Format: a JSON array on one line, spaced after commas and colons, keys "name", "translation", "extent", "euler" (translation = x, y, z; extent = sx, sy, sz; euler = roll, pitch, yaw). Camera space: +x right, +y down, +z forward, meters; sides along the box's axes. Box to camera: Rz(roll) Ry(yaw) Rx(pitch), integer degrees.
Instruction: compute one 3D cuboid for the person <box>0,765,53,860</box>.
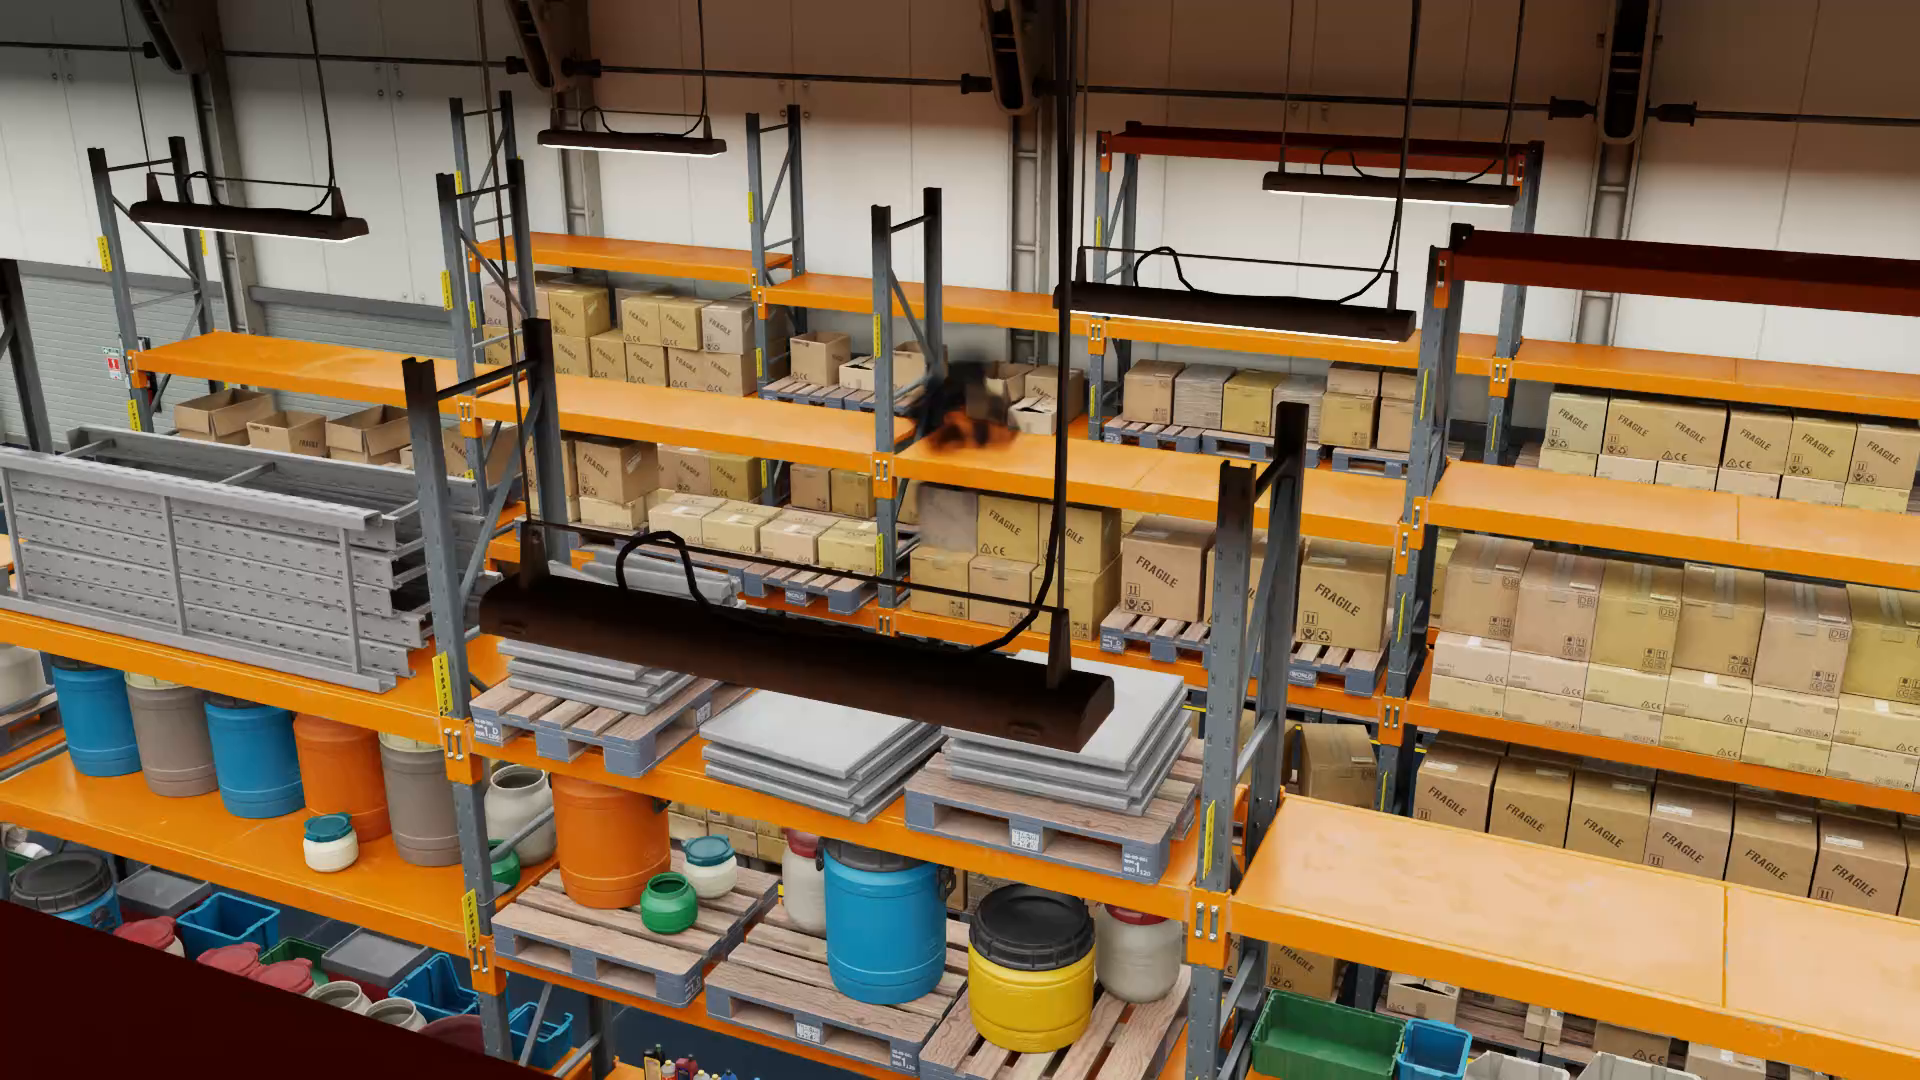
[{"name": "person", "translation": [-8.040, 2.315, 14.032], "extent": [0.818, 1.758, 0.653], "euler": [6, 21, 15]}]
